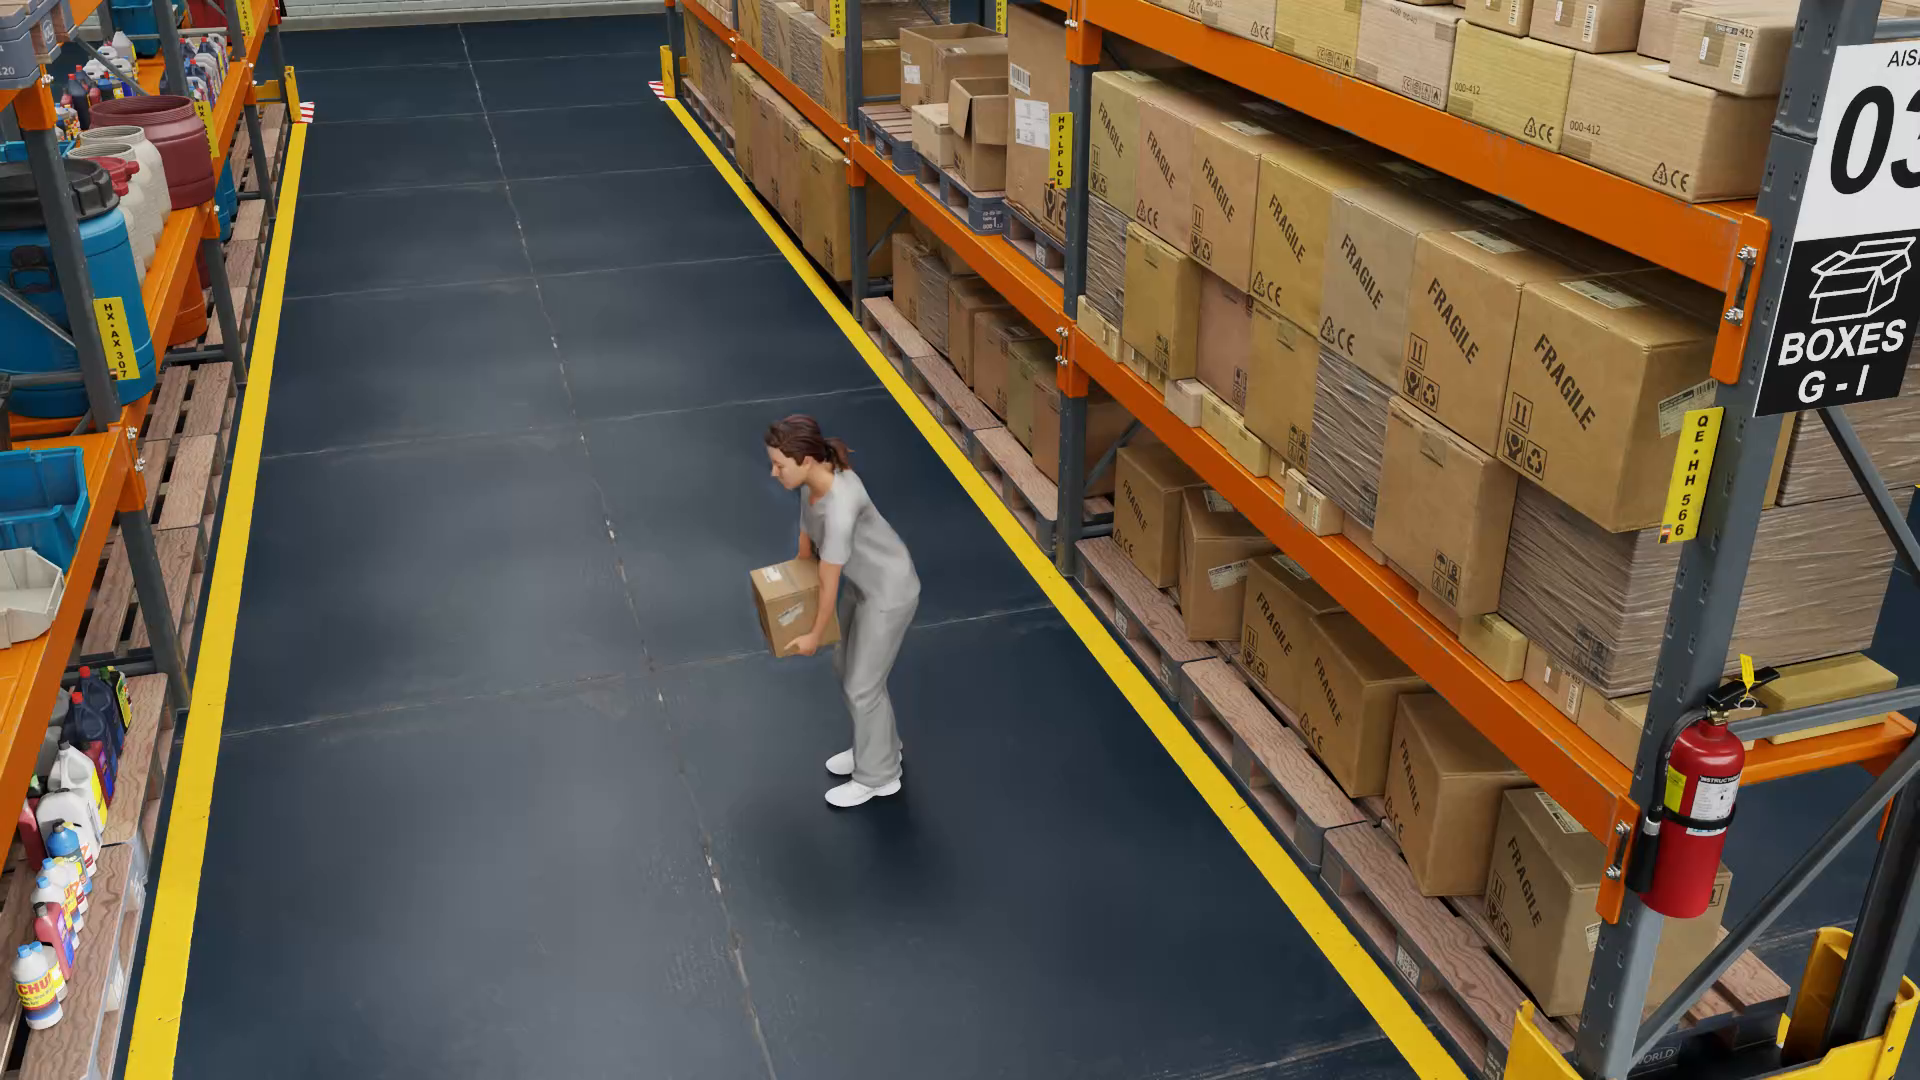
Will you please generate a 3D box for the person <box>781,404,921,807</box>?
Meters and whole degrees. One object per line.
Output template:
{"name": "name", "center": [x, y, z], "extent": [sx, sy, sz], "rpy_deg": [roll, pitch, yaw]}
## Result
{"name": "person", "center": [-0.419, 0.254, 6.197], "extent": [0.536, 1.601, 0.406], "rpy_deg": [-9, 28, -17]}
